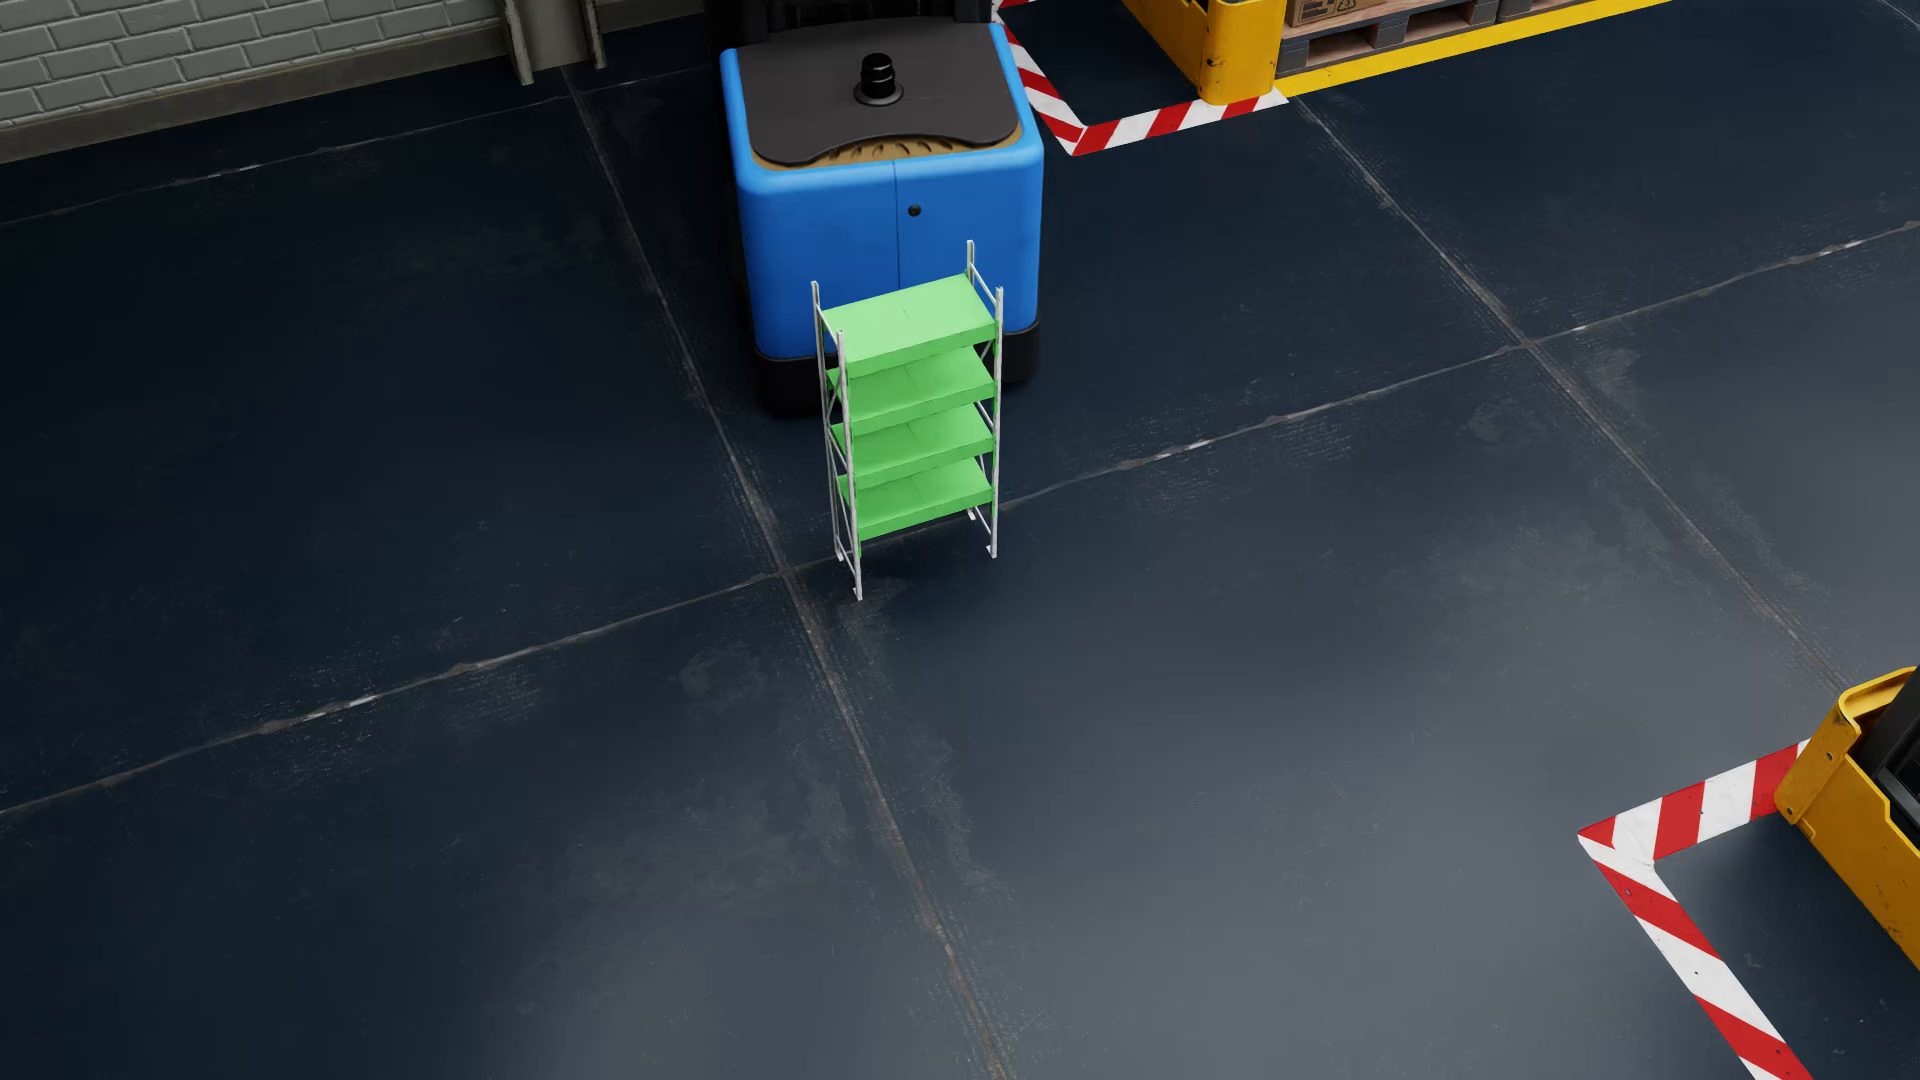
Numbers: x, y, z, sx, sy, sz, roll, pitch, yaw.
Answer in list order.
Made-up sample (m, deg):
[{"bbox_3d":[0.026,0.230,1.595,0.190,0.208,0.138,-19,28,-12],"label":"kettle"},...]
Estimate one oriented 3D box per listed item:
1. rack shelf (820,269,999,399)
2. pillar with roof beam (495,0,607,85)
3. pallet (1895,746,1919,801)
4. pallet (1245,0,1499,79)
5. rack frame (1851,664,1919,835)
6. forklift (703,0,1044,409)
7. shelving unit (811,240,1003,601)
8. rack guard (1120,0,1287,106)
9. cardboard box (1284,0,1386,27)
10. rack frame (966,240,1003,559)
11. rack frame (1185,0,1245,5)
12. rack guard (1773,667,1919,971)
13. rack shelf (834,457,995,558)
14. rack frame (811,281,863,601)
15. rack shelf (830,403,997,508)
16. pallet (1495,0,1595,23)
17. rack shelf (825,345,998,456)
[{"bbox_3d":[-0.153,-0.614,4.938,0.480,0.148,0.258,-17,52,-14],"label":"rack shelf"},{"bbox_3d":[-0.228,-2.126,1.644,0.400,9.000,9.100,-17,52,-14],"label":"pillar with roof beam"},{"bbox_3d":[3.572,0.774,4.946,1.213,0.211,1.003,-17,52,-14],"label":"pallet"},{"bbox_3d":[1.789,-2.678,7.911,1.213,0.211,1.003,-17,52,-14],"label":"pallet"},{"bbox_3d":[2.861,0.150,3.644,0.127,3.000,1.000,-17,52,-14],"label":"rack frame"},{"bbox_3d":[-0.464,-2.571,6.026,1.130,2.935,3.031,-7,50,-6],"label":"forklift"},{"bbox_3d":[-0.153,-0.343,5.254,0.503,1.200,0.258,-17,52,-14],"label":"shelving unit"},{"bbox_3d":[1.052,-2.543,7.604,0.348,0.500,1.175,-17,52,-14],"label":"rack guard"},{"bbox_3d":[1.583,-2.768,7.518,0.637,0.503,0.797,-19,52,-16],"label":"cardboard box"},{"bbox_3d":[0.073,-0.413,5.314,0.015,1.200,0.240,-17,52,-14],"label":"rack frame"},{"bbox_3d":[0.981,-3.335,6.637,0.127,3.000,1.000,-17,52,-14],"label":"rack frame"},{"bbox_3d":[2.839,0.971,4.586,0.348,0.500,1.175,-17,52,-14],"label":"rack guard"},{"bbox_3d":[-0.153,-0.145,5.485,0.480,0.148,0.258,-17,52,-14],"label":"rack shelf"},{"bbox_3d":[-0.379,-0.273,5.194,0.015,1.200,0.240,-17,52,-14],"label":"rack frame"},{"bbox_3d":[-0.153,-0.302,5.302,0.480,0.148,0.258,-17,52,-14],"label":"rack shelf"},{"bbox_3d":[2.917,-3.025,8.209,1.213,0.211,1.003,-17,52,-14],"label":"pallet"},{"bbox_3d":[-0.153,-0.458,5.120,0.480,0.148,0.258,-17,52,-14],"label":"rack shelf"}]
